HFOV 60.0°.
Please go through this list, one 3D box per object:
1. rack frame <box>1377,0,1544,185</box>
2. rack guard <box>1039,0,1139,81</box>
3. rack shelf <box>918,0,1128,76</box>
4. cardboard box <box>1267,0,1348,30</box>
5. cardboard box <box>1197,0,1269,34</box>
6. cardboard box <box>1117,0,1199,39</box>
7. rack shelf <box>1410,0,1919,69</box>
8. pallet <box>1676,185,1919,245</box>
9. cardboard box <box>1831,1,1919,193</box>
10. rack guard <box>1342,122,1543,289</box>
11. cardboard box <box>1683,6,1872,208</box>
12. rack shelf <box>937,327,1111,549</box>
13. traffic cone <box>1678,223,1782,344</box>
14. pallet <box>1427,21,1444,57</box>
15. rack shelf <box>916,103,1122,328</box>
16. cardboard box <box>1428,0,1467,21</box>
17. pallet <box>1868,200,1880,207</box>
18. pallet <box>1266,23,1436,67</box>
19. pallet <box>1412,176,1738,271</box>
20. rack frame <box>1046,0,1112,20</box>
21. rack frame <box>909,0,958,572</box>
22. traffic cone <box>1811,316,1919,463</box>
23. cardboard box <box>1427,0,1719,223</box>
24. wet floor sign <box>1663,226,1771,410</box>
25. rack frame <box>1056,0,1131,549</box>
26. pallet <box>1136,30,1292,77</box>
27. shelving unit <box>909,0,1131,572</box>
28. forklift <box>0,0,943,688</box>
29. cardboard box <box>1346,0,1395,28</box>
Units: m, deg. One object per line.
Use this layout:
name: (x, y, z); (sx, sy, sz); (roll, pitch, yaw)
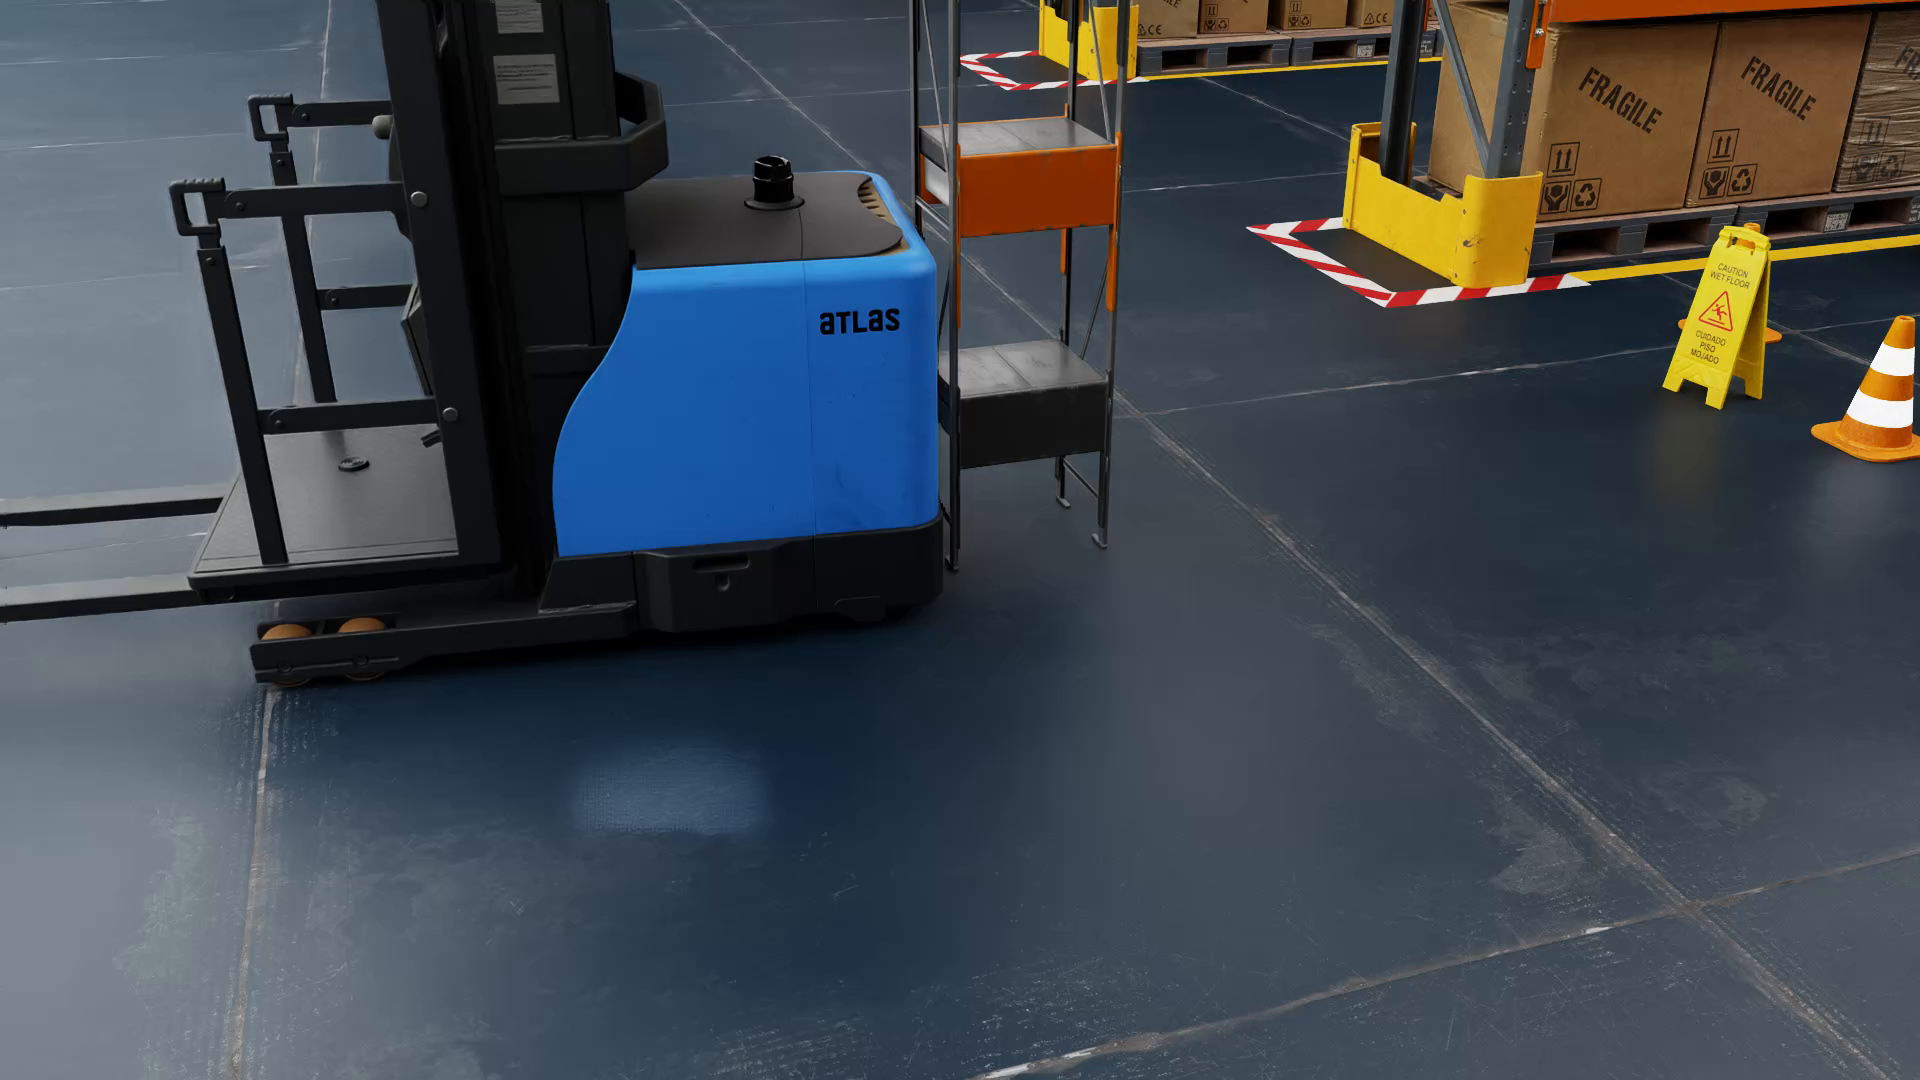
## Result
rack frame: (2.300, -2.748, 7.411); (0.127, 3.000, 1.000); (-8, 28, -16)
rack guard: (0.933, -3.750, 12.241); (0.348, 0.500, 1.175); (-8, 28, -16)
rack shelf: (0.157, -1.578, 4.524); (0.480, 0.518, 0.431); (-8, 28, -16)
cardboard box: (2.618, -4.181, 12.638); (0.500, 0.500, 0.500); (-6, 27, -11)
cardboard box: (2.017, -4.103, 12.480); (0.500, 0.500, 0.500); (-1, 26, -3)
cardboard box: (1.459, -4.006, 12.285); (0.500, 0.500, 0.500); (-3, 27, -7)
rack shelf: (4.202, -2.701, 8.126); (4.000, 0.370, 1.077); (-8, 28, -16)
pallet: (4.194, -1.808, 8.655); (1.213, 0.211, 1.003); (-8, 28, -16)
cardboard box: (4.628, -2.352, 8.532); (0.875, 0.875, 0.875); (-8, 28, -16)
rack guard: (2.278, -1.625, 7.961); (0.348, 0.500, 1.175); (-8, 28, -16)
cardboard box: (3.761, -2.227, 8.281); (0.875, 0.875, 0.875); (-9, 28, -17)
rack shelf: (0.157, -0.324, 5.146); (0.480, 0.518, 0.431); (-8, 28, -16)
traffic cone: (3.245, -1.084, 6.913); (0.334, 0.463, 0.336); (-8, 28, -16)
pallet: (4.036, -4.053, 13.177); (1.213, 0.211, 1.003); (-8, 28, -16)
rack shelf: (0.157, -0.951, 4.835); (0.480, 0.518, 0.431); (-8, 28, -16)
cardboard box: (3.729, -4.358, 12.993); (0.500, 0.500, 0.500); (0, 26, 0)
pallet: (5.357, -1.978, 8.997); (1.213, 0.211, 1.003); (-8, 28, -16)
pallet: (2.874, -3.884, 12.835); (1.213, 0.211, 1.003); (-8, 28, -16)
pallet: (3.036, -1.642, 8.320); (1.213, 0.211, 1.003); (-8, 28, -16)
rack frame: (0.861, -4.859, 11.664); (0.127, 3.000, 1.000); (-8, 28, -16)
rack frame: (-0.075, -0.930, 4.761); (0.015, 2.100, 0.400); (-8, 28, -16)
traffic cone: (3.272, -0.560, 5.857); (0.334, 0.463, 0.336); (-8, 28, -16)
cardboard box: (2.925, -2.105, 8.035); (0.875, 0.875, 0.875); (-8, 28, -16)
wet floor sign: (2.886, -0.852, 6.241); (0.232, 0.644, 0.267); (-13, 29, -25)
rack frame: (0.389, -0.997, 4.897); (0.015, 2.100, 0.400); (-8, 28, -16)
pallet: (1.716, -3.717, 12.500); (1.213, 0.211, 1.003); (-8, 28, -16)
shelving unit: (0.157, -0.963, 4.829); (0.503, 2.100, 0.431); (-8, 28, -16)
forklift: (-1.617, -1.173, 4.316); (3.031, 2.935, 1.130); (-5, 27, -10)
cardboard box: (3.163, -4.239, 12.754); (0.500, 0.500, 0.500); (-11, 28, -21)
